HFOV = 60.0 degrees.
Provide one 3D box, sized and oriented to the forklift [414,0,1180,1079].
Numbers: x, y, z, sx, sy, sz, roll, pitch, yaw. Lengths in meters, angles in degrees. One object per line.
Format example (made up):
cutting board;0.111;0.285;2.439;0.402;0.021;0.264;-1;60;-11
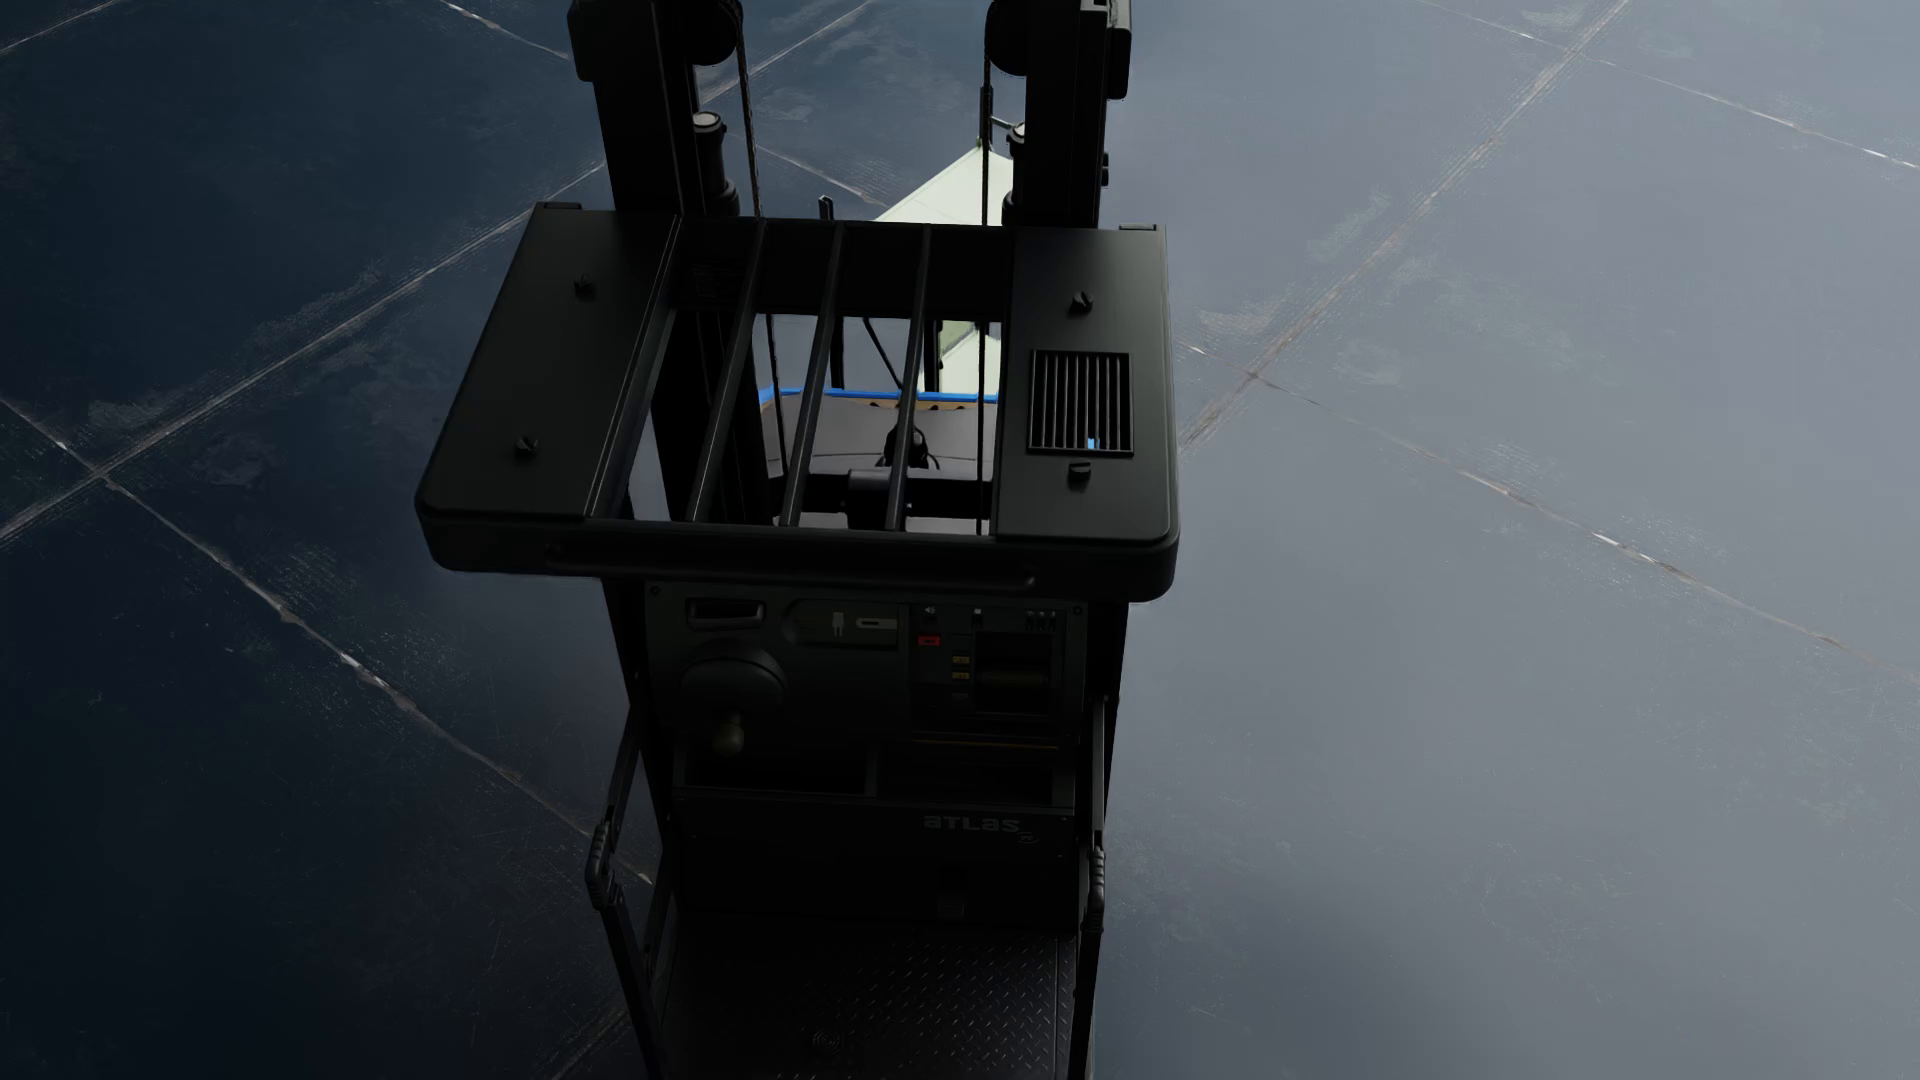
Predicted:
forklift;-0.209;0.370;3.370;1.130;2.935;3.031;3;46;2

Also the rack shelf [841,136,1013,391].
rack shelf;0.000;-0.816;4.953;0.431;0.370;0.720;29;53;25

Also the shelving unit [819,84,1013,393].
shelving unit;0.000;-0.547;5.235;0.431;1.500;0.755;29;53;25

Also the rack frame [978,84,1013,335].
rack frame;0.225;-0.756;5.435;0.400;1.500;0.023;29;53;25

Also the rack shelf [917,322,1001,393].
rack shelf;0.000;-0.321;5.471;0.431;0.370;0.720;29;53;25

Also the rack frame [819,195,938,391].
rack frame;-0.225;-0.338;5.035;0.400;1.500;0.023;29;53;25
